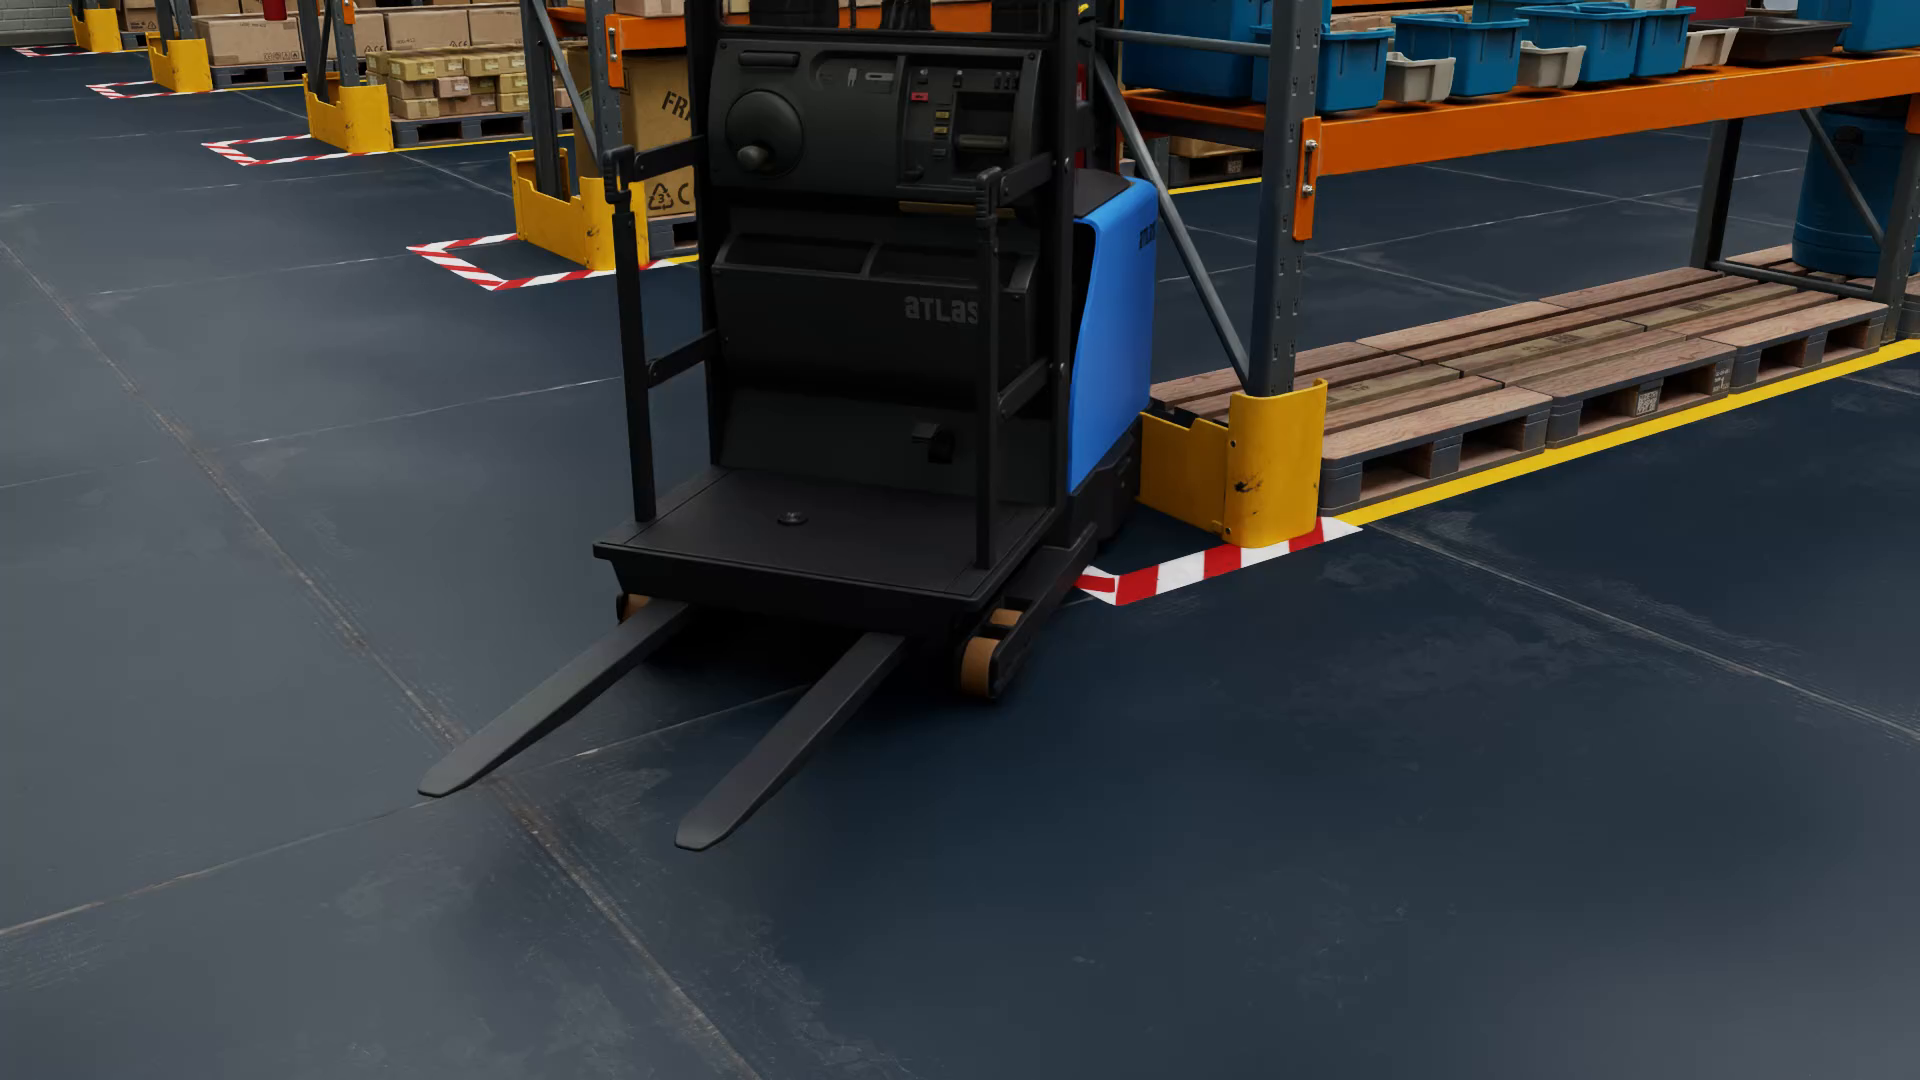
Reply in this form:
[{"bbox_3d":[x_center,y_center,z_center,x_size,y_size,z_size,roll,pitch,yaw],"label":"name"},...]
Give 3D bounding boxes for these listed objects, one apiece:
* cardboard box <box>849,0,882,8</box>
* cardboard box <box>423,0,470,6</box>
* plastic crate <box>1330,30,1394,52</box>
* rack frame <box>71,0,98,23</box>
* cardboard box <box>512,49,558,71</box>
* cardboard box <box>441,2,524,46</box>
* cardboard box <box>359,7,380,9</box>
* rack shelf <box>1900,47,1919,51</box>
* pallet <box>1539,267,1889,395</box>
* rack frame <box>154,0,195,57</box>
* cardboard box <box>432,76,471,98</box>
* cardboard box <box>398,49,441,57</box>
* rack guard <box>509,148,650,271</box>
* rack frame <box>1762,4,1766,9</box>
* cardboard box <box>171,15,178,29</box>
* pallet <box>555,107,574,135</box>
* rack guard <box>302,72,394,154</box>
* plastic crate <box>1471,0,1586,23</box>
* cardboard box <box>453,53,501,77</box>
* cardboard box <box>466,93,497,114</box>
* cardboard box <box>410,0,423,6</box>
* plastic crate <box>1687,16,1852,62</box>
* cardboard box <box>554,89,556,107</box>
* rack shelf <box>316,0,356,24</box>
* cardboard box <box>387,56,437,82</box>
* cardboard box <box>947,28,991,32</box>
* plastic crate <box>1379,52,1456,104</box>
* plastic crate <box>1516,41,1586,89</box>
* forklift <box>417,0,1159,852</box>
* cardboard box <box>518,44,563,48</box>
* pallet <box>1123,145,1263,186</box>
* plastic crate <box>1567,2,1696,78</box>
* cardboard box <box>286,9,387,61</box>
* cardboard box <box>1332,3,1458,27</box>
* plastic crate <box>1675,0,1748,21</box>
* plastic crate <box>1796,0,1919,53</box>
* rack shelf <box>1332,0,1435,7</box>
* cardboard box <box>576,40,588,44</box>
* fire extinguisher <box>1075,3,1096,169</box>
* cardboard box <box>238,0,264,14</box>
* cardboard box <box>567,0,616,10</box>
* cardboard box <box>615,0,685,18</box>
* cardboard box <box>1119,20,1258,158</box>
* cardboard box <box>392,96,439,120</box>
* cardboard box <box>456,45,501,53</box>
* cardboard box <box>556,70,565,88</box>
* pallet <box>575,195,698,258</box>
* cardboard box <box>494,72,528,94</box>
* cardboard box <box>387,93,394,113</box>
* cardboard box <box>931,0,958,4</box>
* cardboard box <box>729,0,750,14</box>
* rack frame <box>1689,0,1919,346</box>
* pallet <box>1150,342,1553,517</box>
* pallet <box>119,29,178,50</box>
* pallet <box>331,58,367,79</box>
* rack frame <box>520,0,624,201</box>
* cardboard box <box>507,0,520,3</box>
[{"bbox_3d":[-0.638,-3.208,9.727,0.250,0.149,0.380,-15,26,-33],"label":"cardboard box"},{"bbox_3d":[-7.080,-7.479,22.897,0.500,0.500,0.500,-14,25,-31],"label":"cardboard box"},{"bbox_3d":[1.531,-1.772,6.066,0.243,0.136,0.396,-15,26,-33],"label":"plastic crate"},{"bbox_3d":[-10.851,-7.542,20.249,0.127,3.000,1.000,-15,26,-33],"label":"rack frame"},{"bbox_3d":[-3.536,-3.988,13.820,0.250,0.149,0.380,-14,26,-31],"label":"cardboard box"},{"bbox_3d":[-5.274,-5.816,18.816,0.875,0.438,0.875,-15,26,-34],"label":"cardboard box"},{"bbox_3d":[-7.884,-7.070,22.346,0.250,0.149,0.380,-16,27,-34],"label":"cardboard box"},{"bbox_3d":[5.602,-2.542,8.691,4.000,0.370,1.077,-15,26,-33],"label":"rack shelf"},{"bbox_3d":[3.404,-0.978,7.561,1.213,0.211,1.003,-15,26,-33],"label":"pallet"},{"bbox_3d":[-7.949,-6.049,16.509,0.127,3.000,1.000,-15,26,-33],"label":"rack frame"},{"bbox_3d":[-4.145,-3.669,13.423,0.250,0.149,0.380,-15,26,-33],"label":"cardboard box"},{"bbox_3d":[-4.457,-3.957,13.743,0.250,0.149,0.380,-14,26,-32],"label":"cardboard box"},{"bbox_3d":[-2.181,-1.902,9.487,0.348,0.500,1.175,-15,26,-33],"label":"rack guard"},{"bbox_3d":[7.580,-5.665,15.546,0.127,3.000,1.000,-15,26,-33],"label":"rack frame"},{"bbox_3d":[-9.931,-6.597,21.161,0.250,0.149,0.380,-16,27,-35],"label":"cardboard box"},{"bbox_3d":[-3.245,-3.731,14.461,1.213,0.211,1.003,-15,26,-33],"label":"pallet"},{"bbox_3d":[-4.914,-3.437,13.336,0.348,0.500,1.175,-15,26,-33],"label":"rack guard"},{"bbox_3d":[2.249,-2.050,6.630,0.300,0.233,0.416,-15,26,-33],"label":"plastic crate"},{"bbox_3d":[-3.919,-3.852,13.480,0.250,0.149,0.380,-15,26,-33],"label":"cardboard box"},{"bbox_3d":[-4.001,-3.607,13.668,0.250,0.149,0.380,-15,26,-32],"label":"cardboard box"},{"bbox_3d":[-7.378,-7.637,23.293,0.500,0.500,0.500,-15,26,-33],"label":"cardboard box"},{"bbox_3d":[3.227,-2.021,6.703,0.590,0.125,0.437,-15,26,-33],"label":"plastic crate"},{"bbox_3d":[-3.578,-3.713,13.935,0.250,0.149,0.380,-15,26,-33],"label":"cardboard box"},{"bbox_3d":[-3.352,-4.681,14.050,4.000,0.370,1.077,-15,26,-33],"label":"rack shelf"},{"bbox_3d":[-4.352,-3.740,13.200,0.250,0.149,0.380,-16,27,-35],"label":"cardboard box"},{"bbox_3d":[-0.227,-2.828,10.737,0.875,0.875,0.875,-15,26,-33],"label":"cardboard box"},{"bbox_3d":[1.433,-1.482,5.338,0.298,0.136,0.250,-15,26,-33],"label":"plastic crate"},{"bbox_3d":[1.984,-1.629,5.706,0.298,0.136,0.250,-15,26,-33],"label":"plastic crate"},{"bbox_3d":[-0.309,-1.114,4.234,1.130,2.935,3.031,8,23,18],"label":"forklift"},{"bbox_3d":[-3.609,-4.187,14.319,0.250,0.149,0.380,-16,27,-35],"label":"cardboard box"},{"bbox_3d":[1.668,-2.828,12.199,1.213,0.211,1.003,-15,26,-33],"label":"pallet"},{"bbox_3d":[2.437,-1.832,6.086,0.300,0.233,0.416,-15,26,-33],"label":"plastic crate"},{"bbox_3d":[-6.733,-5.428,17.842,0.875,0.438,0.875,-14,26,-31],"label":"cardboard box"},{"bbox_3d":[3.032,-3.674,12.856,0.875,0.875,1.225,-15,26,-33],"label":"cardboard box"},{"bbox_3d":[3.107,-2.383,7.154,0.583,0.464,0.402,-15,26,-33],"label":"plastic crate"},{"bbox_3d":[3.799,-2.260,6.954,0.575,0.384,0.392,-15,26,-33],"label":"plastic crate"},{"bbox_3d":[2.709,-4.032,12.425,4.000,0.370,1.077,-15,26,-33],"label":"rack shelf"},{"bbox_3d":[-3.190,-4.294,14.587,0.250,0.149,0.380,-16,27,-35],"label":"cardboard box"},{"bbox_3d":[0.344,-1.473,5.647,0.183,0.674,0.296,-15,26,-33],"label":"fire extinguisher"},{"bbox_3d":[-9.095,-6.937,21.540,0.500,0.500,0.500,-14,26,-32],"label":"cardboard box"},{"bbox_3d":[-2.064,-3.127,9.525,0.250,0.149,0.380,-14,26,-32],"label":"cardboard box"},{"bbox_3d":[-1.680,-2.929,9.027,0.250,0.149,0.380,-15,26,-32],"label":"cardboard box"},{"bbox_3d":[1.594,-3.286,11.885,0.875,0.875,1.225,-15,26,-33],"label":"cardboard box"},{"bbox_3d":[-4.364,-3.470,13.325,0.250,0.149,0.380,-14,26,-32],"label":"cardboard box"},{"bbox_3d":[-4.073,-4.088,14.072,0.250,0.149,0.380,-16,27,-35],"label":"cardboard box"},{"bbox_3d":[-3.371,-3.929,14.074,0.250,0.149,0.380,-13,25,-30],"label":"cardboard box"},{"bbox_3d":[-1.558,-1.969,10.047,1.213,0.211,1.003,-15,26,-33],"label":"pallet"},{"bbox_3d":[-3.727,-3.772,13.680,0.250,0.149,0.380,-14,26,-31],"label":"cardboard box"},{"bbox_3d":[-4.670,-3.630,13.725,0.250,0.149,0.380,-14,26,-32],"label":"cardboard box"},{"bbox_3d":[-0.221,-3.319,10.006,0.250,0.149,0.380,-14,26,-32],"label":"cardboard box"},{"bbox_3d":[-1.265,-3.040,9.307,0.250,0.149,0.380,-16,27,-34],"label":"cardboard box"},{"bbox_3d":[3.978,-2.444,7.473,0.127,3.000,1.000,-15,26,-33],"label":"rack frame"},{"bbox_3d":[1.424,-0.449,6.238,1.213,0.211,1.003,-15,26,-33],"label":"pallet"},{"bbox_3d":[-10.142,-6.436,21.240,1.213,0.211,1.003,-15,26,-33],"label":"pallet"},{"bbox_3d":[-6.356,-5.213,18.176,1.213,0.211,1.003,-15,26,-33],"label":"pallet"},{"bbox_3d":[-2.161,-3.068,9.037,0.127,3.000,1.000,-15,26,-33],"label":"rack frame"},{"bbox_3d":[-6.245,-7.704,23.460,0.500,0.500,0.500,-16,27,-34],"label":"cardboard box"}]
